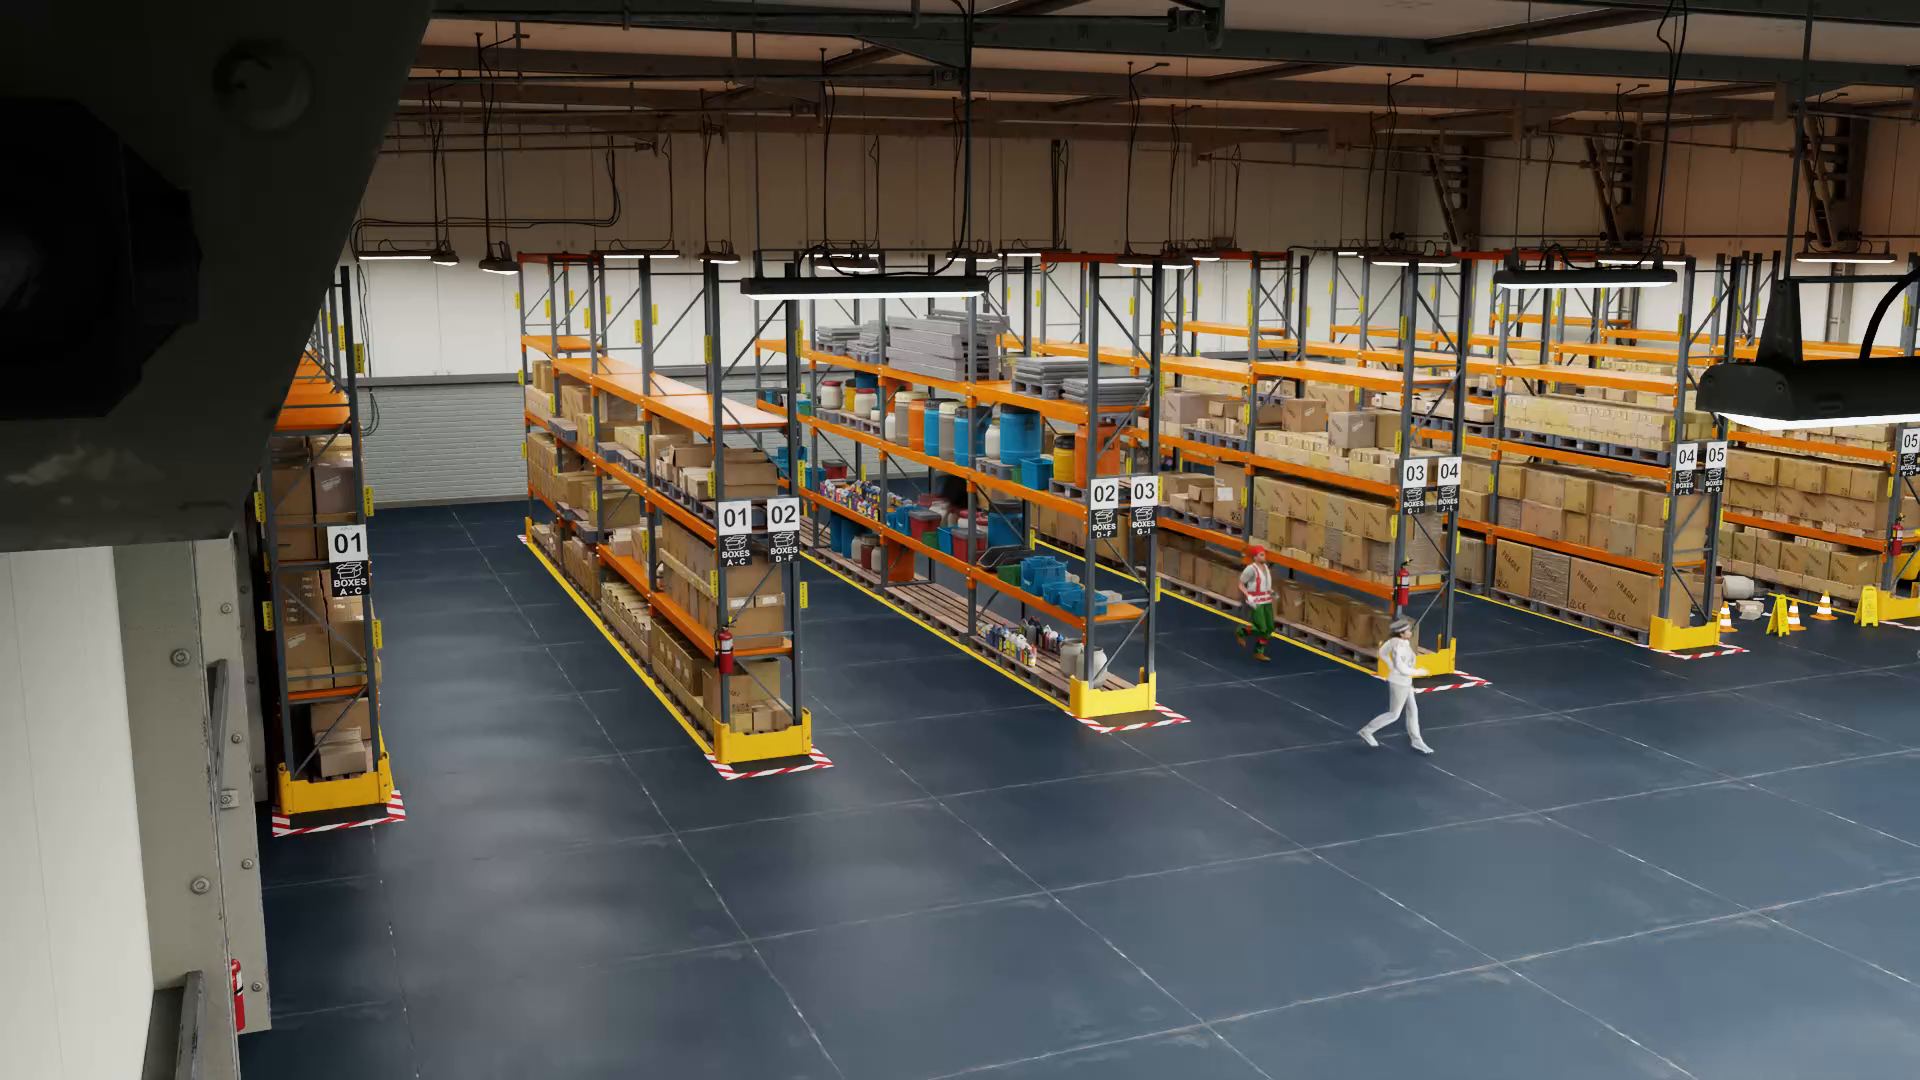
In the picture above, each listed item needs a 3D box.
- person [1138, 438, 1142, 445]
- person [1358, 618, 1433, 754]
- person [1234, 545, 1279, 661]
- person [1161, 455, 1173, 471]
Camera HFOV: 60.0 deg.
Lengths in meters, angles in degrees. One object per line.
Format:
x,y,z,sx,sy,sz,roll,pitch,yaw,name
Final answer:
4.049,-1.521,38.579,0.706,1.748,0.786,-3,11,-16,person
5.408,1.800,20.507,0.923,1.708,0.624,2,11,10,person
4.477,0.934,25.123,0.658,1.740,0.606,-8,13,-39,person
5.259,-2.005,41.934,0.660,1.459,0.646,3,11,16,person
